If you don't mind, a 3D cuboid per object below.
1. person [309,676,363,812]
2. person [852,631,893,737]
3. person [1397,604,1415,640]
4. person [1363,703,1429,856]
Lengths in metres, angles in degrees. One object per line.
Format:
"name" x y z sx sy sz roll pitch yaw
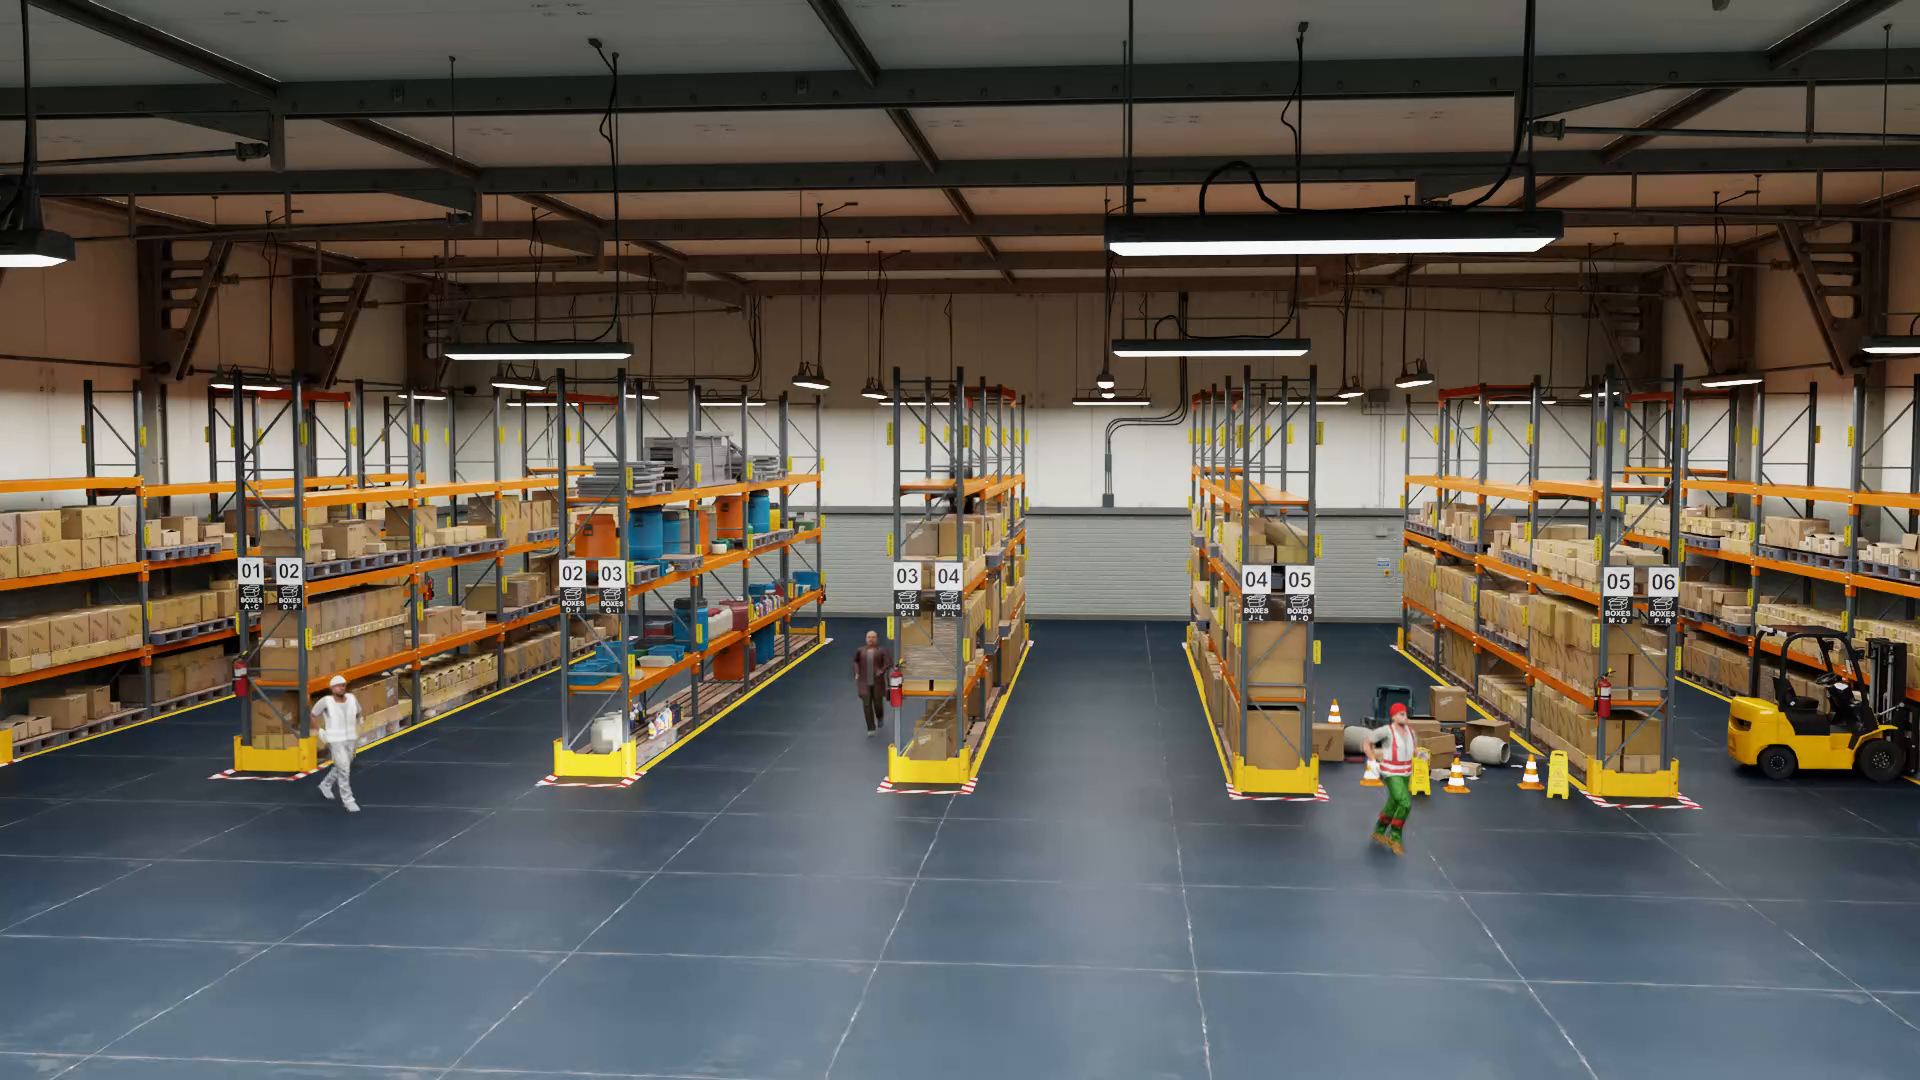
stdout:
"person" -8.351 2.713 22.424 0.926 1.796 0.665 3 4 36
"person" -1.474 2.393 27.881 0.709 1.741 0.799 0 4 6
"person" 10.912 1.723 40.343 0.594 1.536 0.614 1 4 18
"person" 5.290 2.874 20.085 0.637 1.834 0.767 -2 4 -35
